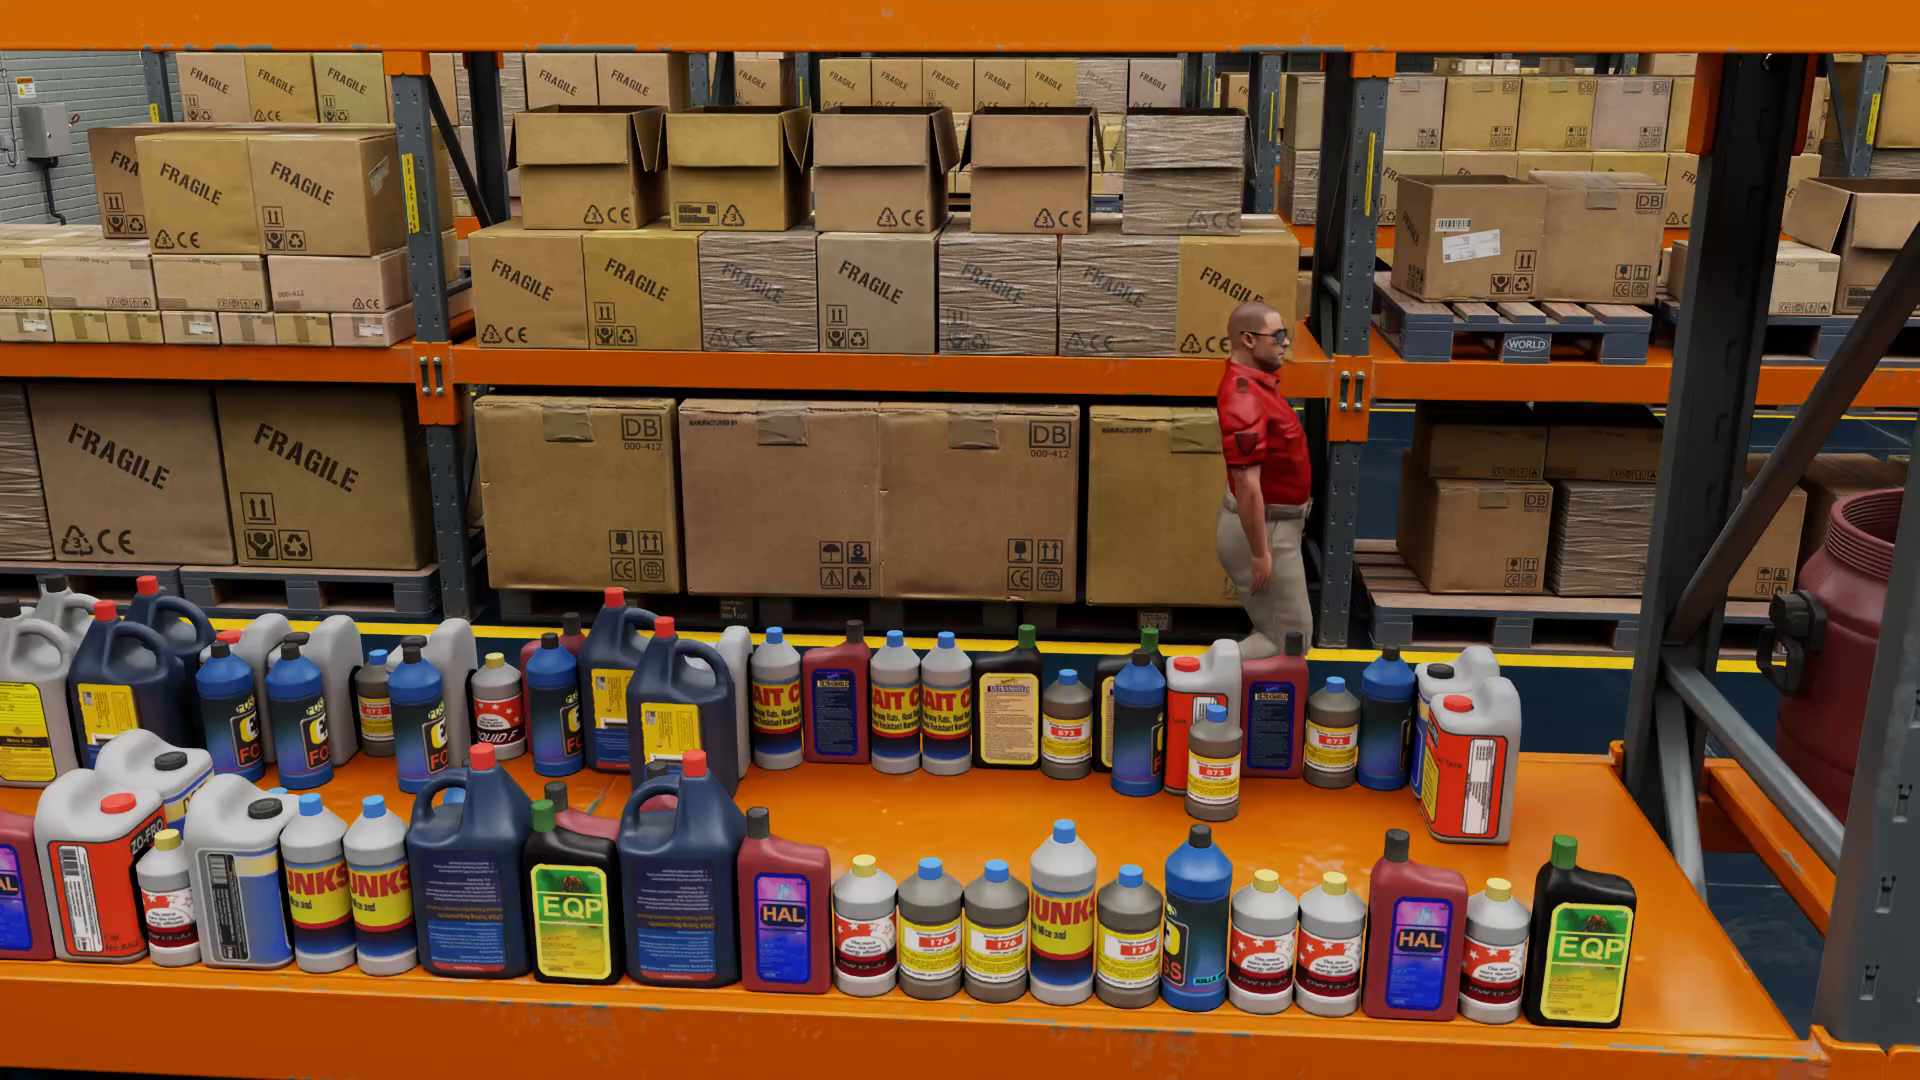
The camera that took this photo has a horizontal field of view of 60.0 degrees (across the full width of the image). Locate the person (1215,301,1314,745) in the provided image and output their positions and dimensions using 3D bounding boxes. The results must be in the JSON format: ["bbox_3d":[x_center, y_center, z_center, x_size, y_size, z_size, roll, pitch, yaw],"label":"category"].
[{"bbox_3d":[1.130,-0.015,6.093,0.695,1.711,0.556,3,18,8],"label":"person"}]
